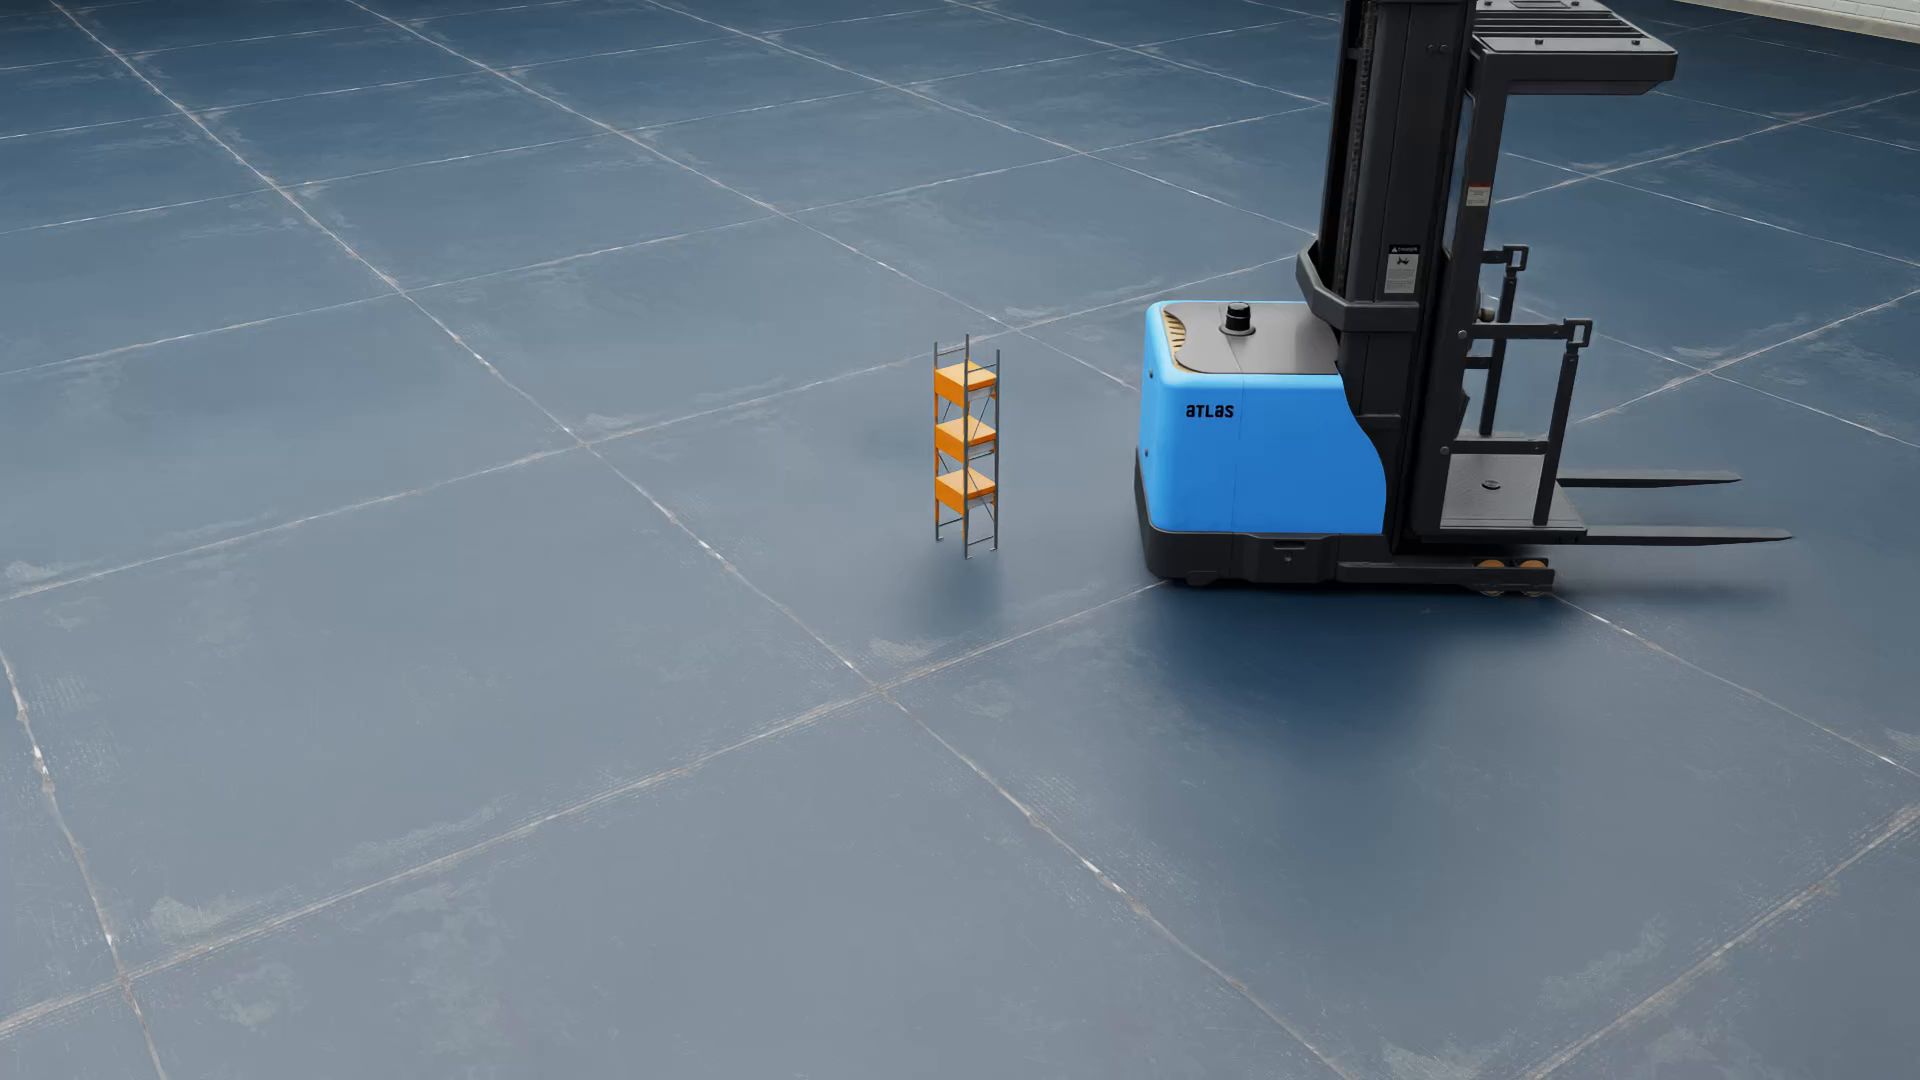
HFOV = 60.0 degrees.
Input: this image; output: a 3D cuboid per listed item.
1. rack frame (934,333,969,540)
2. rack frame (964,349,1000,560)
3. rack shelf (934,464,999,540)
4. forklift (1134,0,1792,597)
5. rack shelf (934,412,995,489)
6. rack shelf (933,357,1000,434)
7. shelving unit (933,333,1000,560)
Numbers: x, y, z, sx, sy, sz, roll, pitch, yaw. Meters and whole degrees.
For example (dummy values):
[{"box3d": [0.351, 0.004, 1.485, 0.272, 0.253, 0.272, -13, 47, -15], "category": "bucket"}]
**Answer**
[{"box3d": [-0.040, -0.488, 8.048, 0.200, 1.050, 0.008, -19, 34, -31], "category": "rack frame"}, {"box3d": [0.102, -0.393, 7.874, 0.200, 1.050, 0.008, -19, 34, -31], "category": "rack frame"}, {"box3d": [0.031, -0.187, 8.099, 0.215, 0.259, 0.240, -19, 34, -31], "category": "rack shelf"}, {"box3d": [2.406, -1.282, 7.539, 3.031, 2.935, 1.130, 1, 29, 1], "category": "forklift"}, {"box3d": [0.031, -0.431, 7.966, 0.215, 0.259, 0.240, -19, 34, -31], "category": "rack shelf"}, {"box3d": [0.031, -0.681, 7.831, 0.215, 0.259, 0.240, -19, 34, -31], "category": "rack shelf"}, {"box3d": [0.031, -0.441, 7.961, 0.215, 1.050, 0.252, -19, 34, -31], "category": "shelving unit"}]
